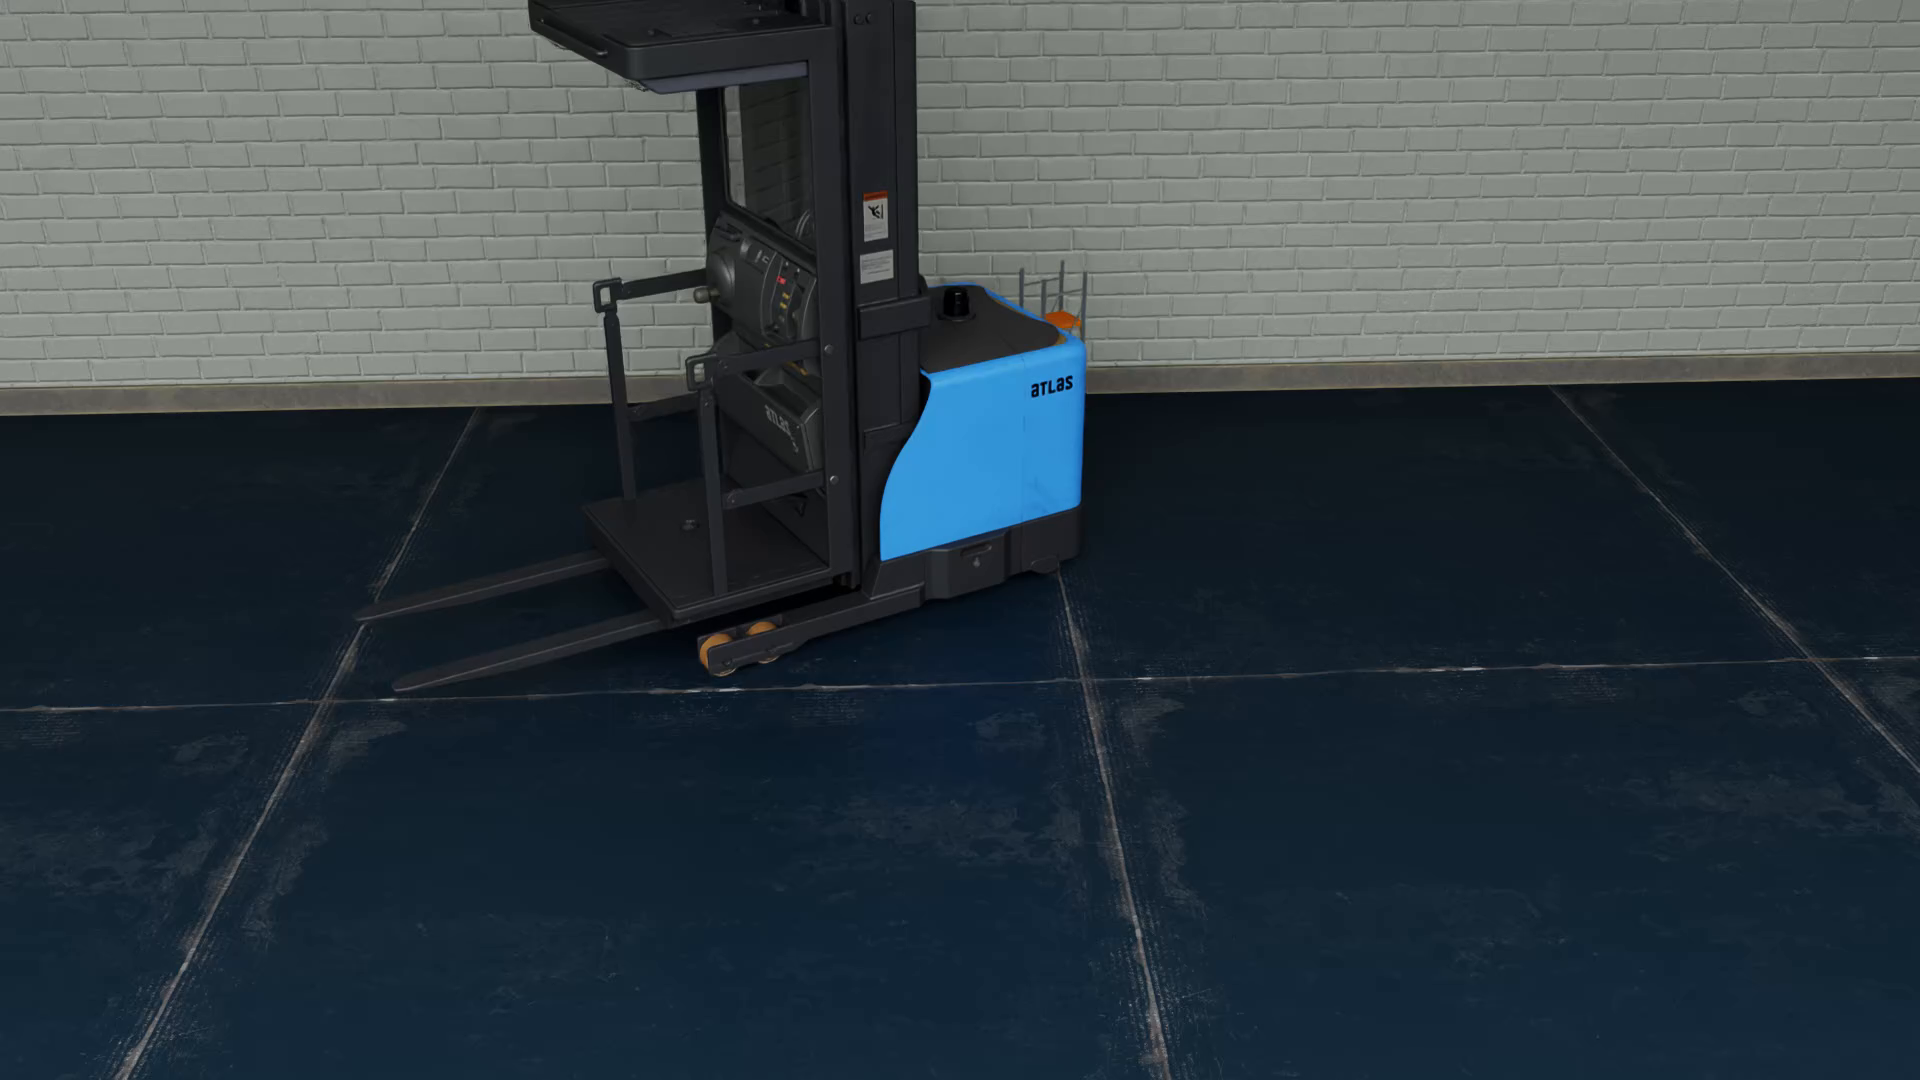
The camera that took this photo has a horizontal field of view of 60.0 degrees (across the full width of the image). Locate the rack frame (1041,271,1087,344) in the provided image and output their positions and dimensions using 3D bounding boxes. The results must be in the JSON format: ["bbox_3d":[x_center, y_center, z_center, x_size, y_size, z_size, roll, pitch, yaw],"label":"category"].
[{"bbox_3d":[0.466,-0.648,7.693,0.240,1.200,0.006,-15,31,-27],"label":"rack frame"}]

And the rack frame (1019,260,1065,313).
[{"bbox_3d":[0.372,-0.720,7.832,0.240,1.200,0.006,-15,31,-27],"label":"rack frame"}]

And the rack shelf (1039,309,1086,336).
[{"bbox_3d":[0.420,-0.964,7.617,0.258,0.103,0.180,-15,31,-27],"label":"rack shelf"}]

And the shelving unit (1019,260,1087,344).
[{"bbox_3d":[0.419,-0.684,7.763,0.258,1.200,0.189,-15,31,-27],"label":"shelving unit"}]

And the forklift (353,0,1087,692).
[{"bbox_3d":[-0.976,-1.030,6.556,3.031,2.935,1.130,-15,31,-27],"label":"forklift"}]
